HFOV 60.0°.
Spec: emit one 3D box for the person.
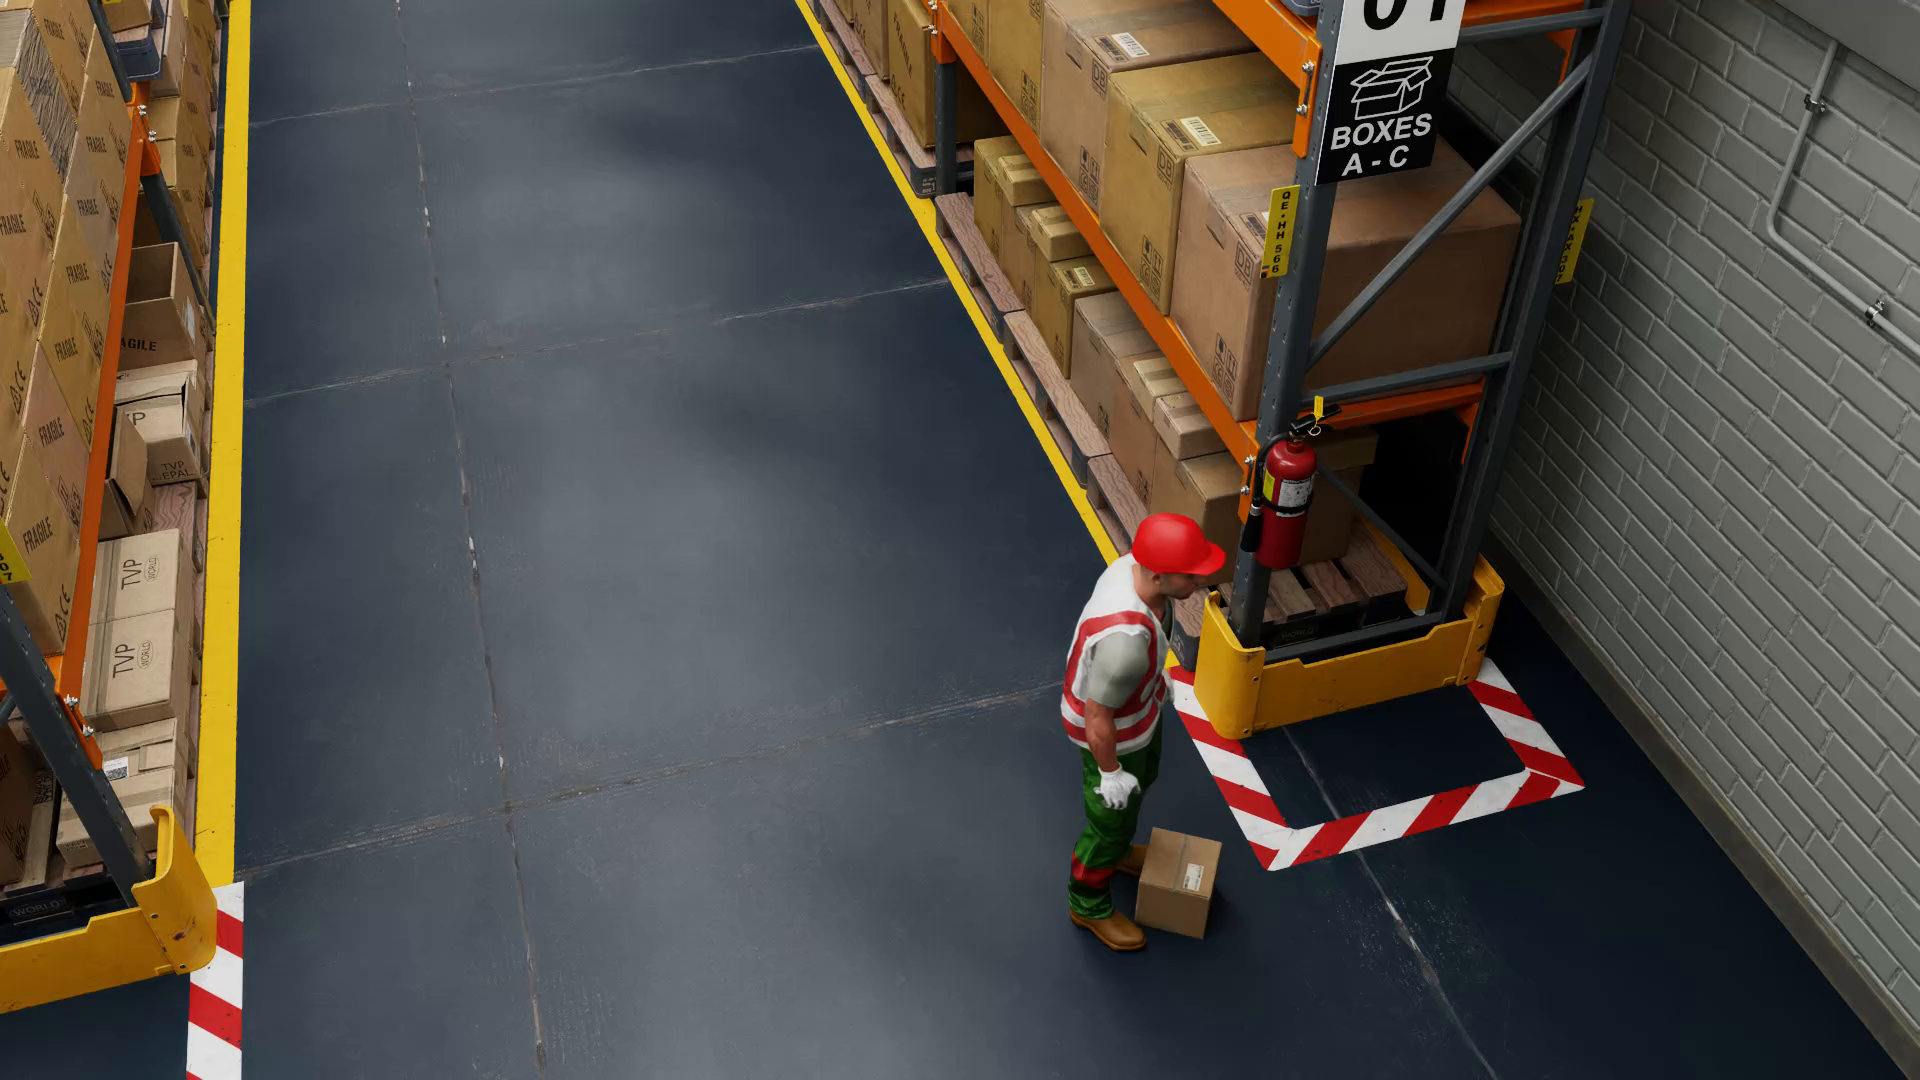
[{"bbox_3d":[0.566,0.602,5.477,0.452,1.779,0.607,14,44,15],"label":"person"}]
